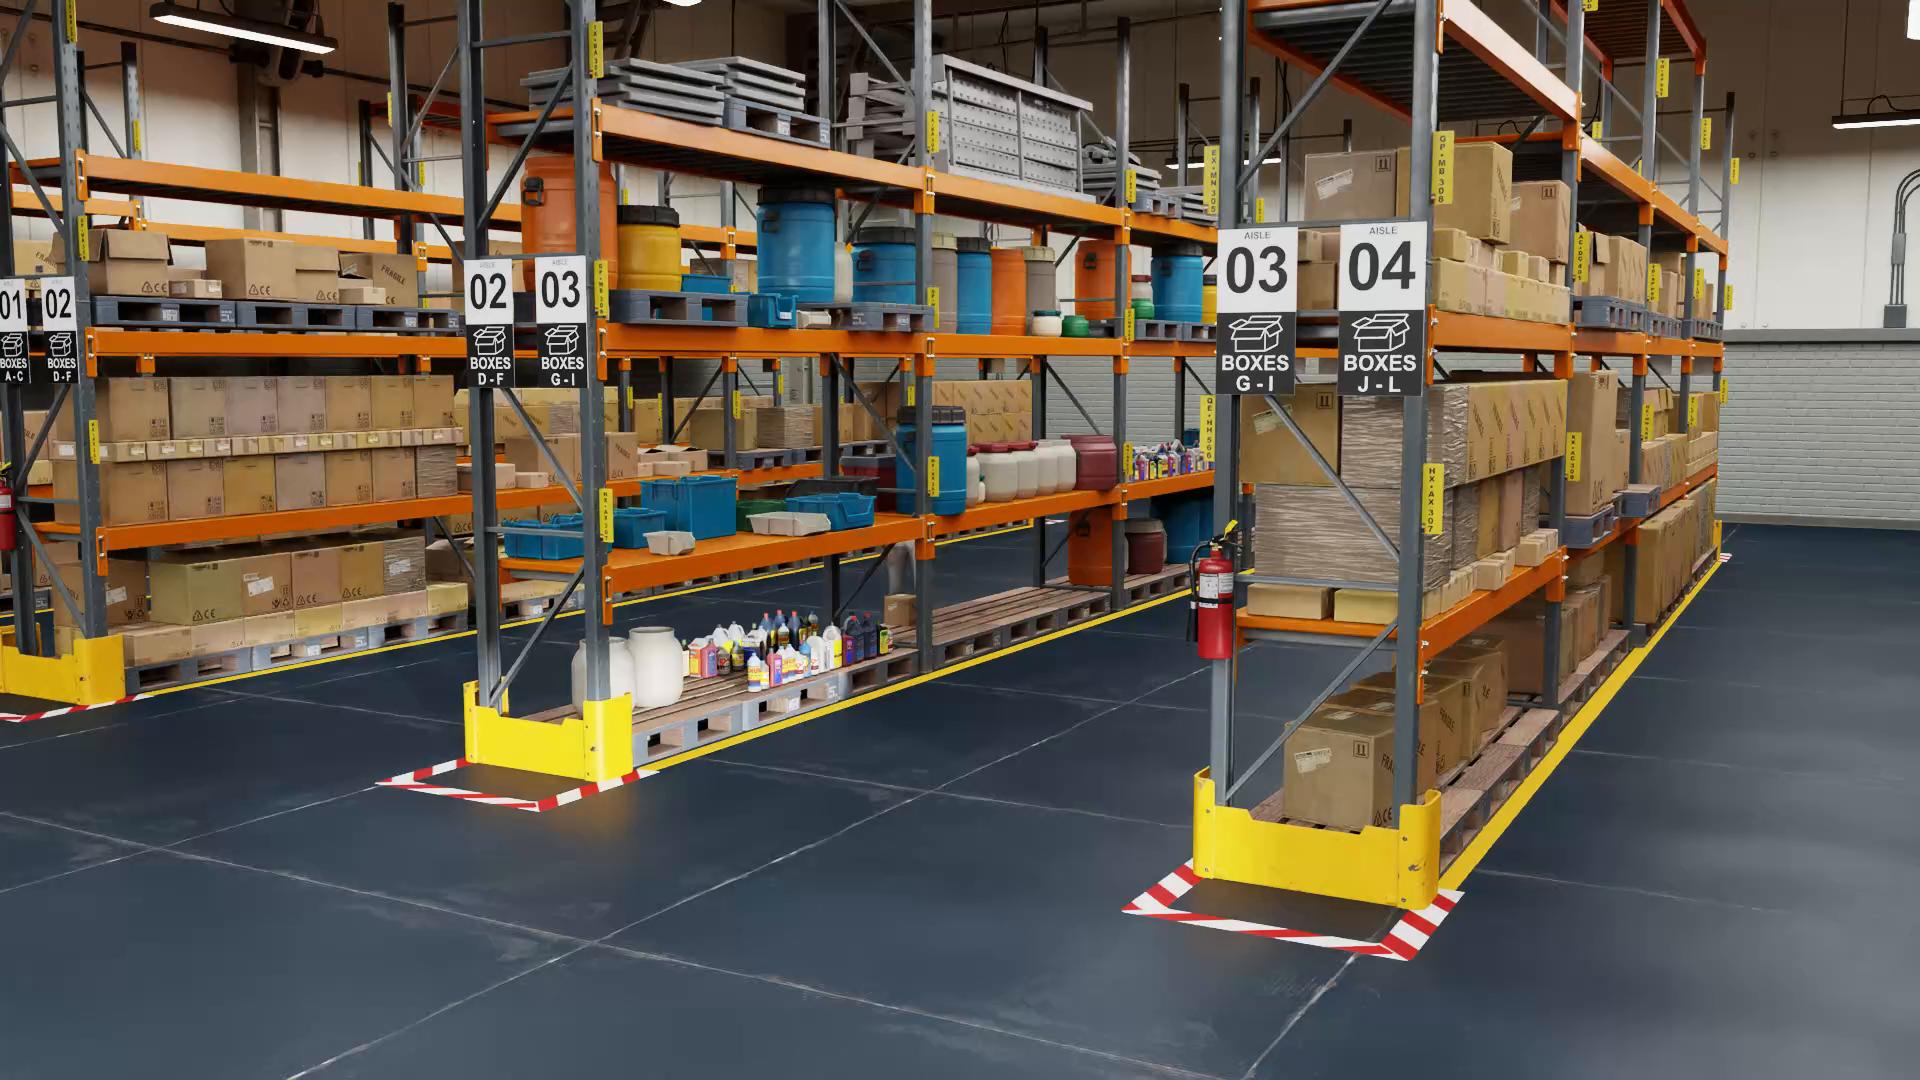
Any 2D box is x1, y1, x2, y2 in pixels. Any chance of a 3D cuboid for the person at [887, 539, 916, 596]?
[{"bbox_3d":[-0.477,0.096,15.494,0.438,1.660,0.495,1,6,5],"label":"person"}]
